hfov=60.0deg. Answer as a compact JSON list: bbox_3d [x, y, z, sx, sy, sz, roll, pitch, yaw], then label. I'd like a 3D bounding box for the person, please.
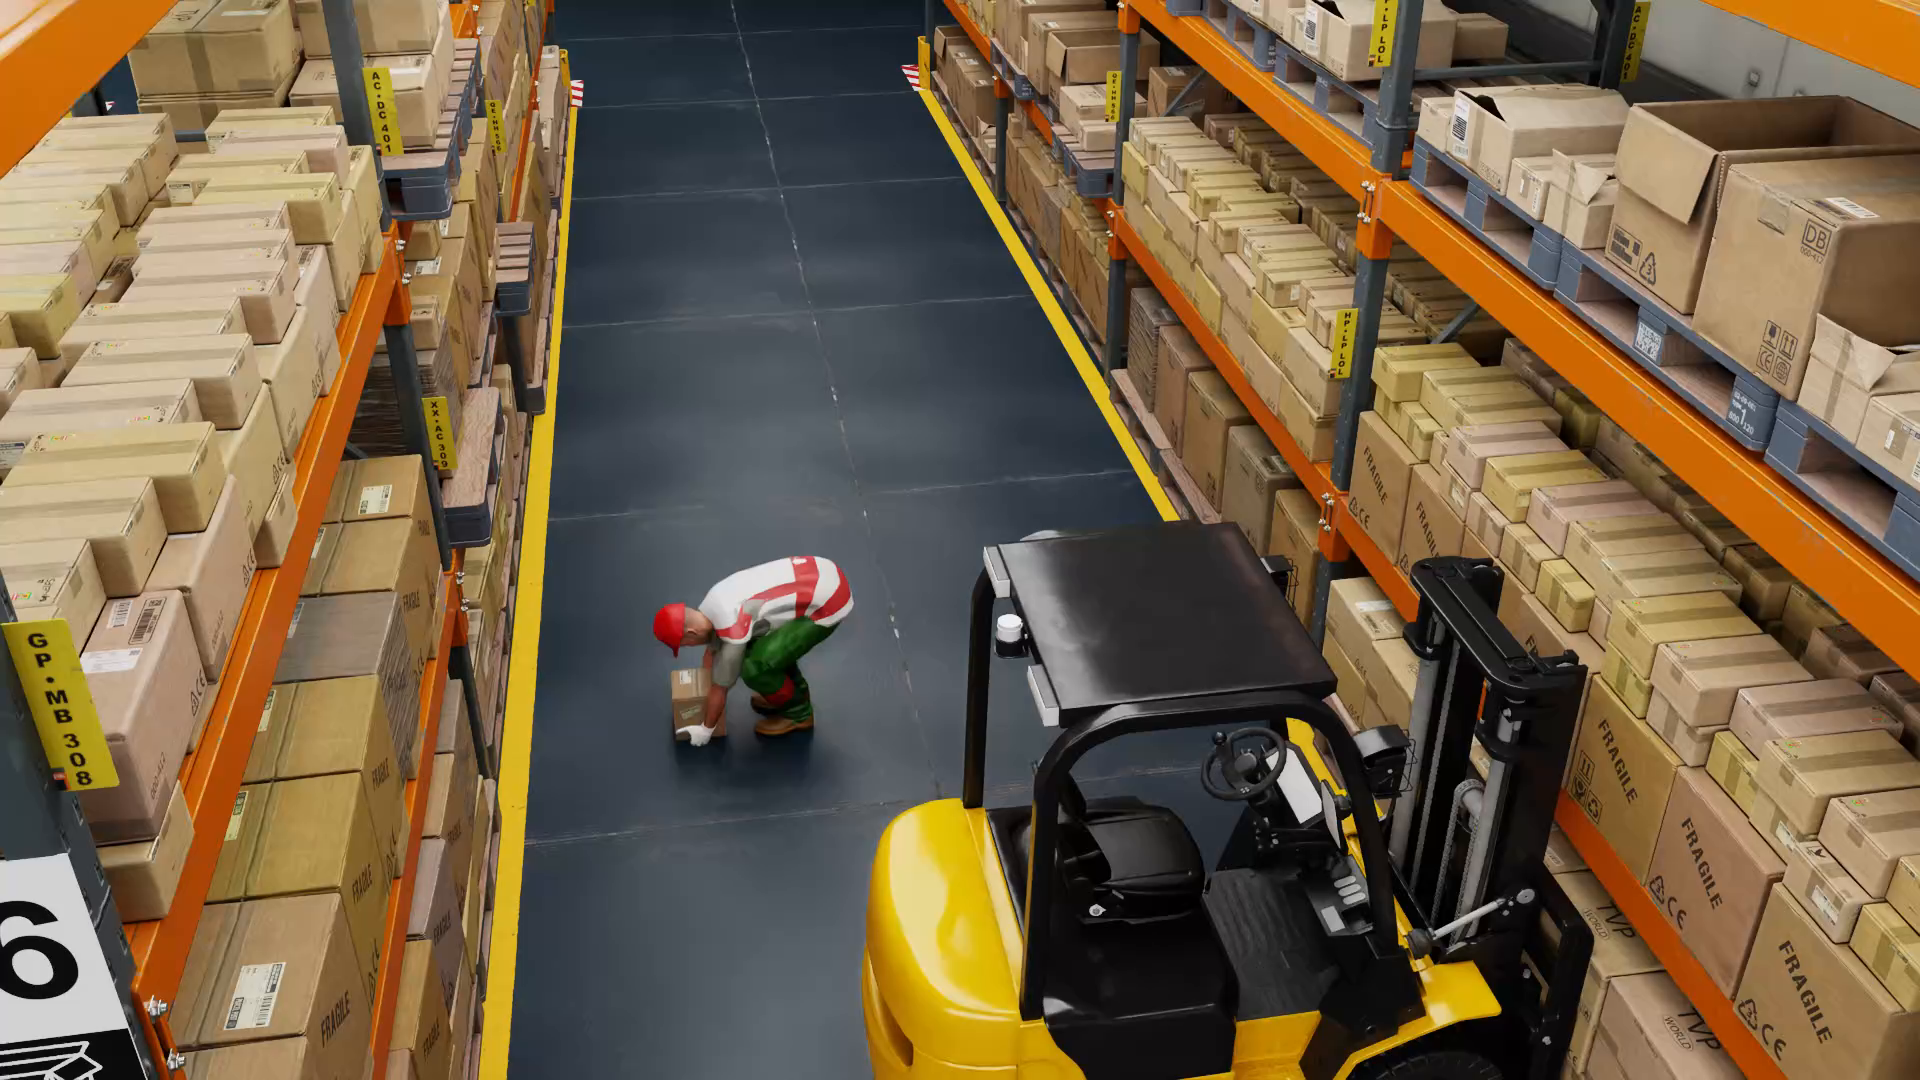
[{"bbox_3d":[-0.996,0.533,8.133,0.961,0.893,0.521,-6,31,-11],"label":"person"}]
